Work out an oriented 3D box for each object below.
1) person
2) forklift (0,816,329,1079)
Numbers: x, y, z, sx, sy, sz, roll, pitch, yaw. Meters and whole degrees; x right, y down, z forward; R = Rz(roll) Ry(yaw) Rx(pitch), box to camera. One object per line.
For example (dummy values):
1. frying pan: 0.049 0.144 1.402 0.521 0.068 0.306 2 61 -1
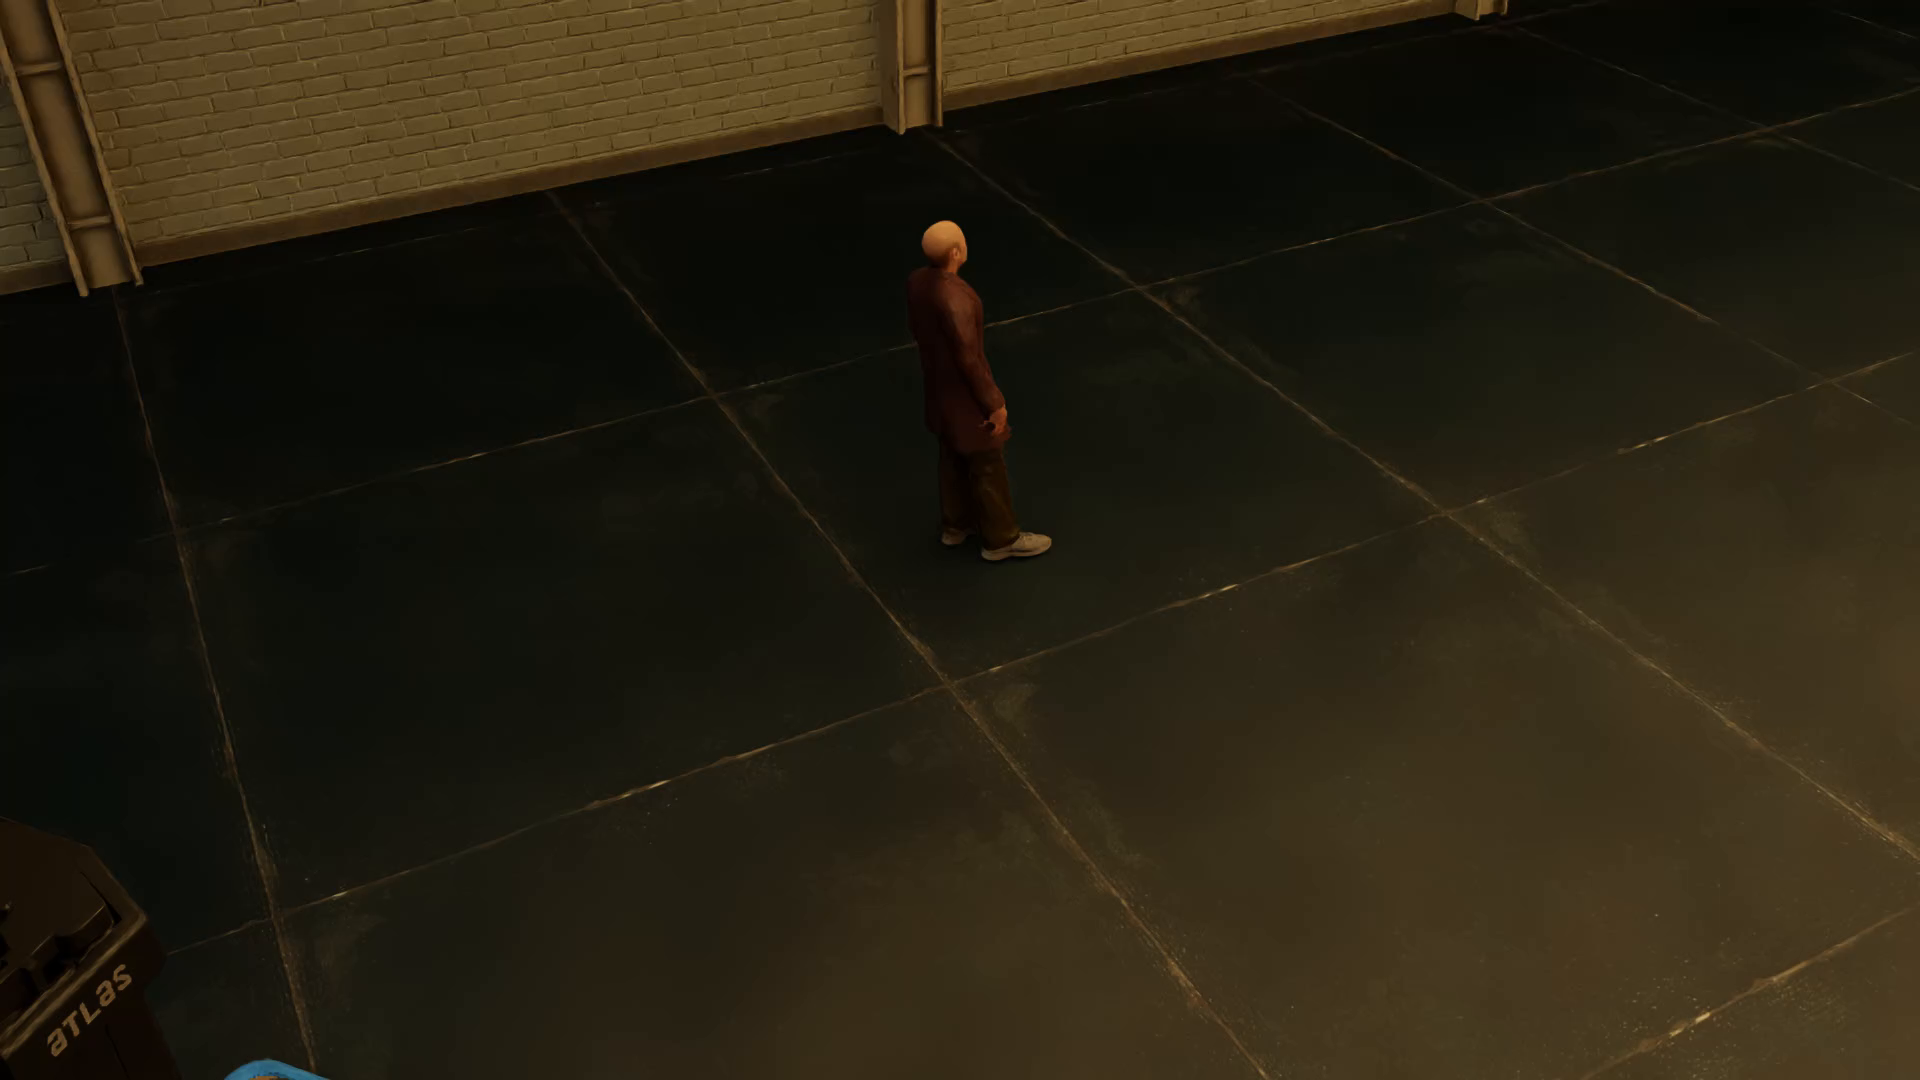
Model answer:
1. person: 0.083 -0.754 8.177 0.580 1.776 0.694 -17 39 -23
2. forklift: -2.110 2.034 3.246 1.130 2.935 3.031 13 37 17
